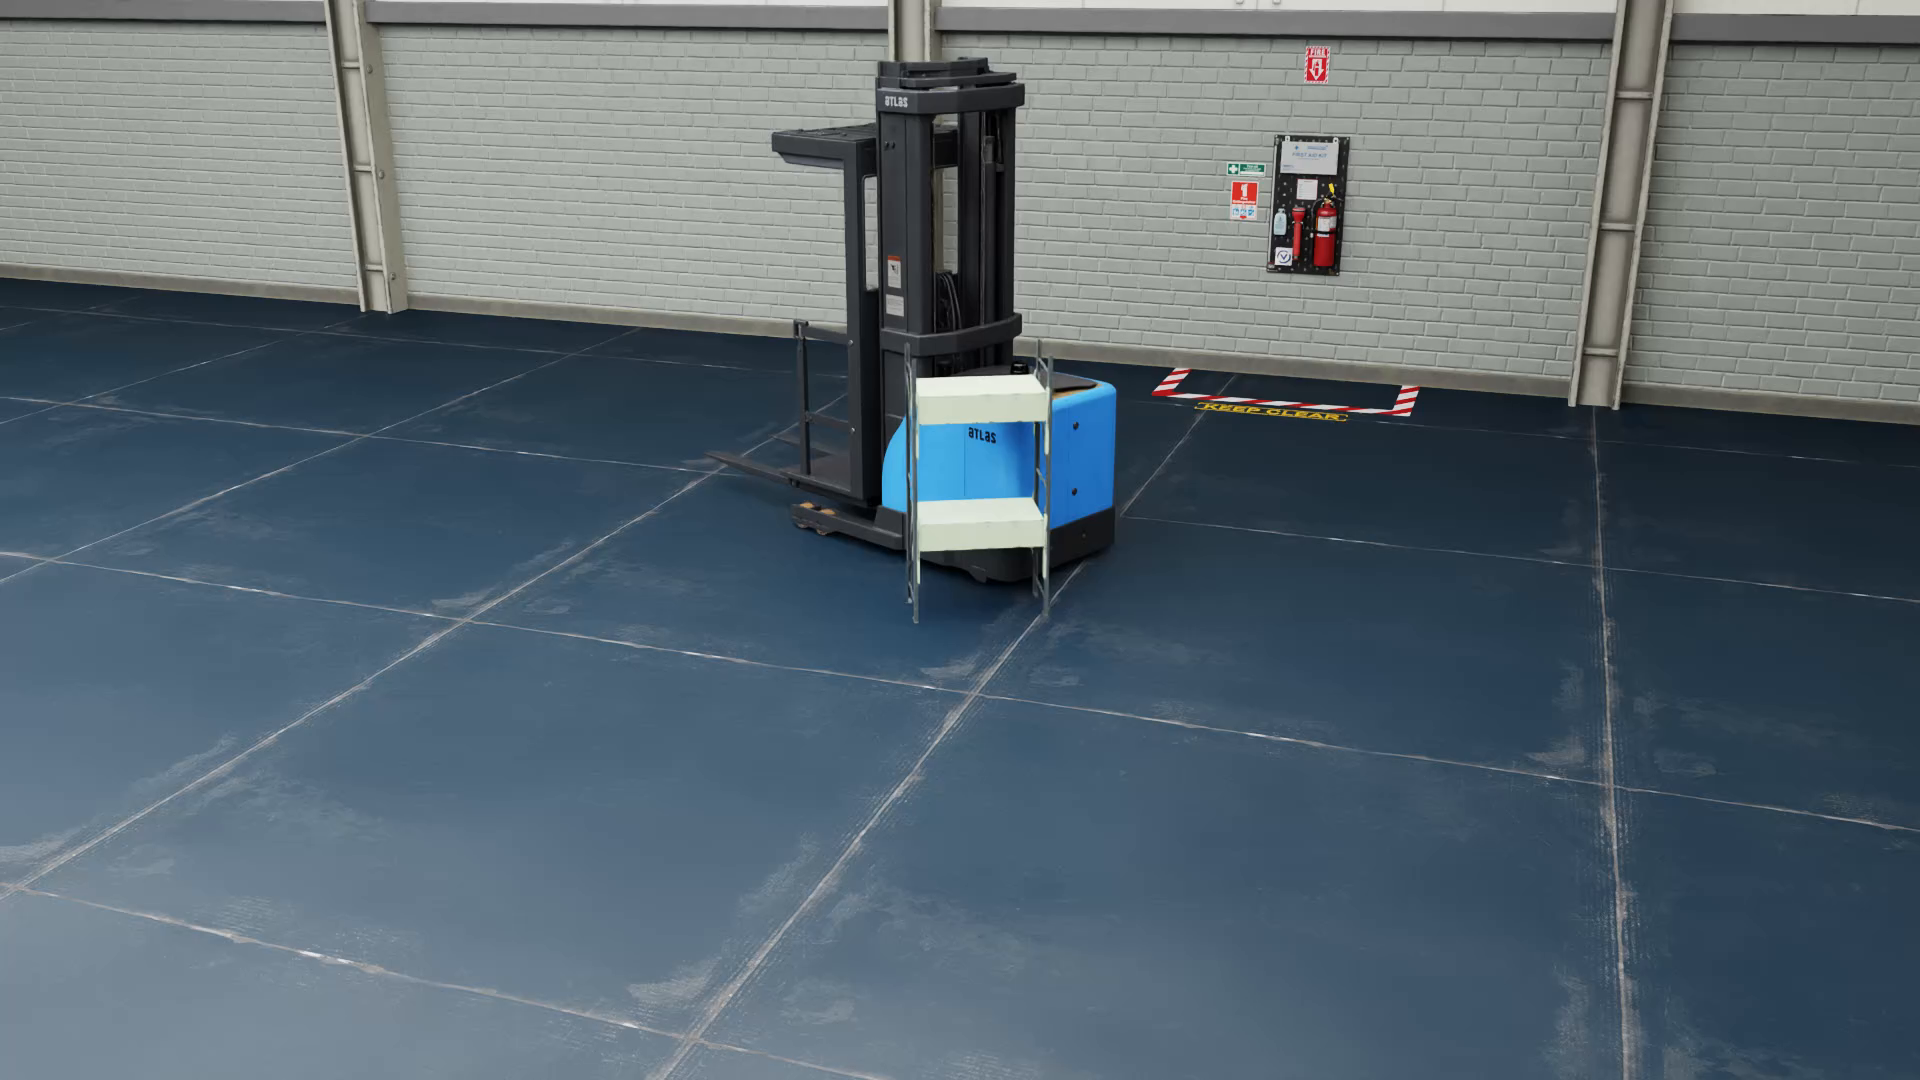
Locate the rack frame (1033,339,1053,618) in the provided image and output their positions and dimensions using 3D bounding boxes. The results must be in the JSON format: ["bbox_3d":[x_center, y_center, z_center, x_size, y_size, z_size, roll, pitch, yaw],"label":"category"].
[{"bbox_3d":[0.460,-0.338,9.266,0.023,1.500,0.400,-2,19,-7],"label":"rack frame"}]

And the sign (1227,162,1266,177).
[{"bbox_3d":[2.461,-3.186,14.301,0.331,0.109,0.001,7,20,18],"label":"sign"}]

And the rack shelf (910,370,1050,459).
[{"bbox_3d":[0.097,-0.691,9.093,0.720,0.370,0.431,-2,19,-7],"label":"rack shelf"}]

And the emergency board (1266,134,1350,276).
[{"bbox_3d":[2.948,-2.831,14.140,0.643,1.169,0.194,7,20,18],"label":"emergency board"}]

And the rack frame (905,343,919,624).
[{"bbox_3d":[-0.266,-0.307,9.178,0.023,1.500,0.400,-2,19,-7],"label":"rack frame"}]

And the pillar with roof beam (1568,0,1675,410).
[{"bbox_3d":[3.857,-4.046,8.513,0.400,9.000,9.100,7,20,18],"label":"pillar with roof beam"}]

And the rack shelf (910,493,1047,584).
[{"bbox_3d":[0.097,-0.015,9.330,0.720,0.370,0.431,-2,19,-7],"label":"rack shelf"}]

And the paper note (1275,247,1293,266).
[{"bbox_3d":[2.804,-2.455,14.401,0.142,0.148,0.016,7,20,18],"label":"paper note"}]

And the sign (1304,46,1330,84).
[{"bbox_3d":[2.973,-3.957,13.850,0.199,0.298,0.001,7,20,18],"label":"sign"}]

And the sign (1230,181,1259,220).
[{"bbox_3d":[2.460,-2.939,14.398,0.234,0.329,0.001,7,20,18],"label":"sign"}]

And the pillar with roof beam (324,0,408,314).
[{"bbox_3d":[-7.478,-5.343,12.231,0.400,9.000,9.100,7,20,18],"label":"pillar with roof beam"}]

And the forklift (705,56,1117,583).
[{"bbox_3d":[-0.460,-1.526,10.500,3.031,2.935,1.130,17,26,40],"label":"forklift"}]

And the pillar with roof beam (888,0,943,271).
[{"bbox_3d":[-1.810,-4.694,10.372,0.400,9.000,9.100,7,20,18],"label":"pillar with roof beam"}]

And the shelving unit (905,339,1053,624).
[{"bbox_3d":[0.097,-0.322,9.222,0.755,1.500,0.431,-2,19,-7],"label":"shelving unit"}]
